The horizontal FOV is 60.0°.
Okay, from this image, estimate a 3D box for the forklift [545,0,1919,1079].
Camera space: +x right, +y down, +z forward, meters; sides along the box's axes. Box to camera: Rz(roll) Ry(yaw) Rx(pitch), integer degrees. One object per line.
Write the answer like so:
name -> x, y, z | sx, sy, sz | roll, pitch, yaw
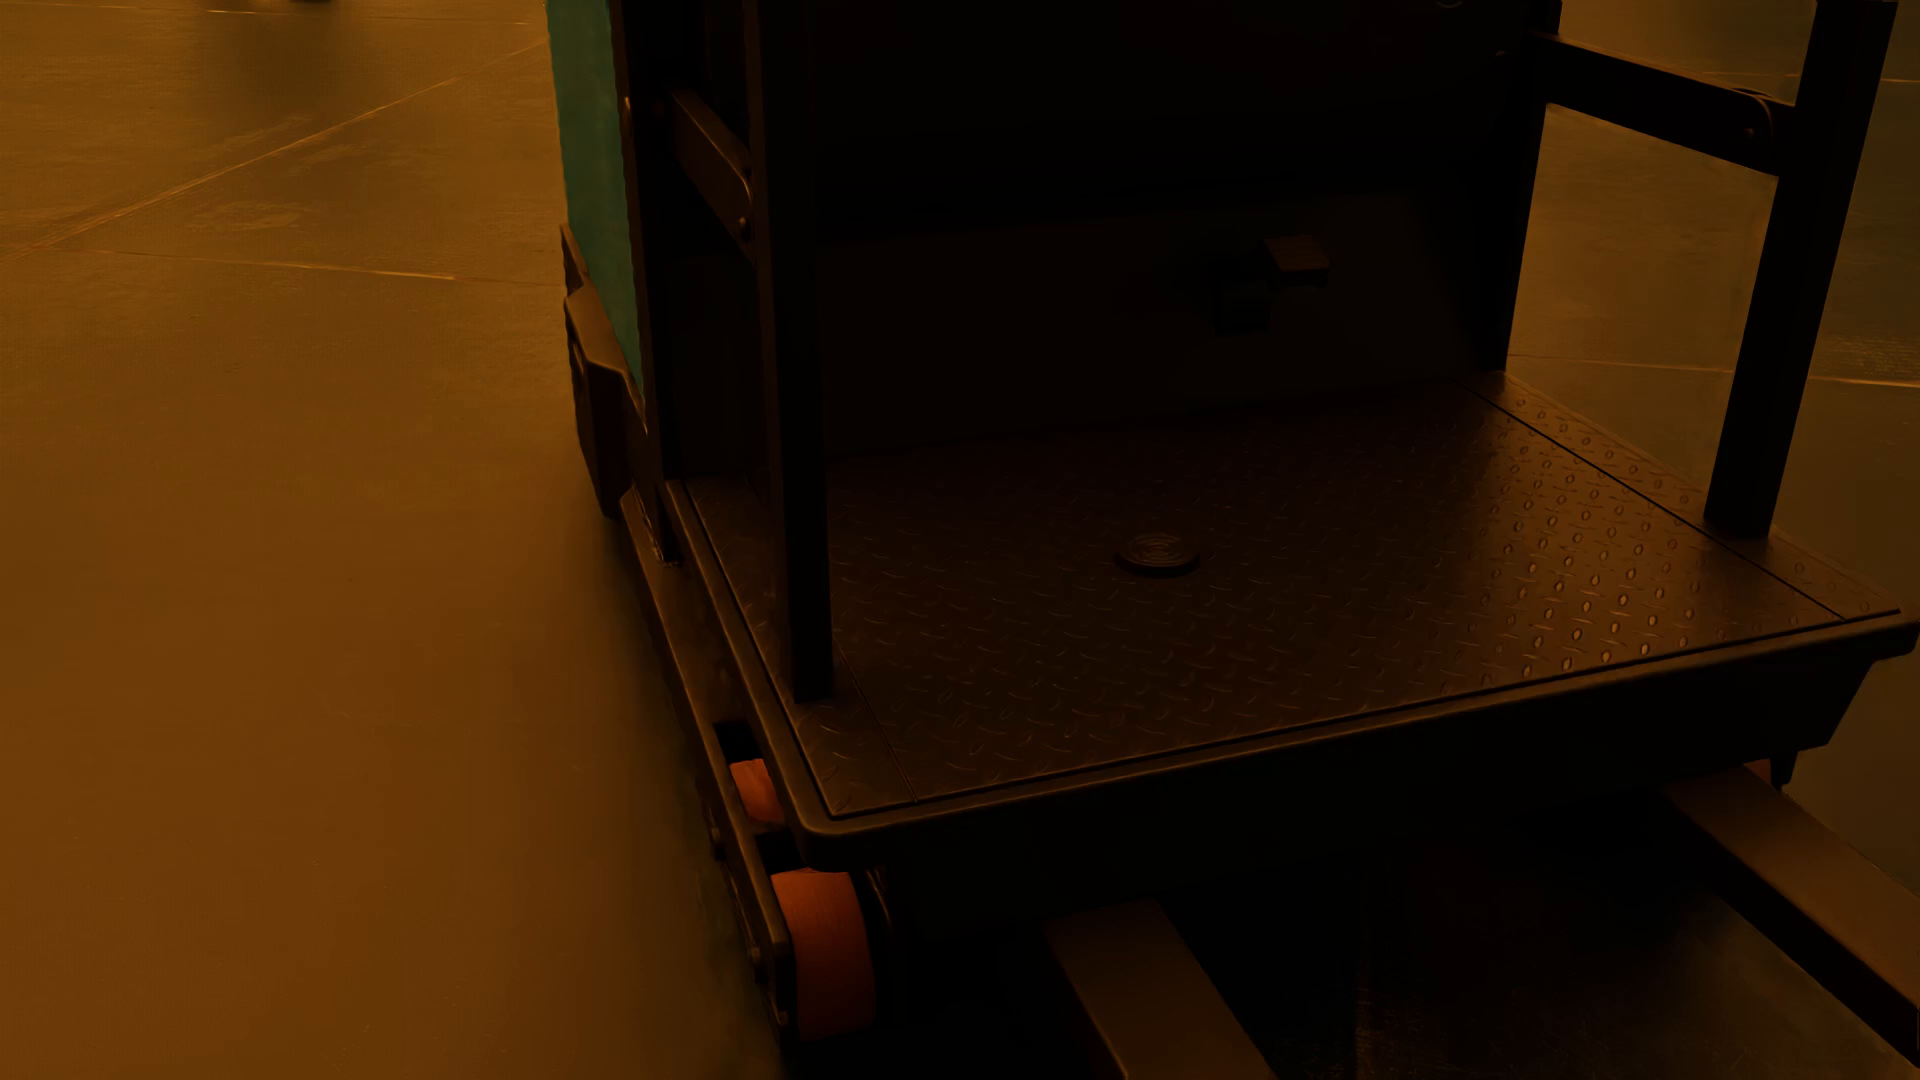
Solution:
forklift -> 0.251, -1.043, 1.313 | 1.130, 2.935, 3.031 | -9, 28, -16
